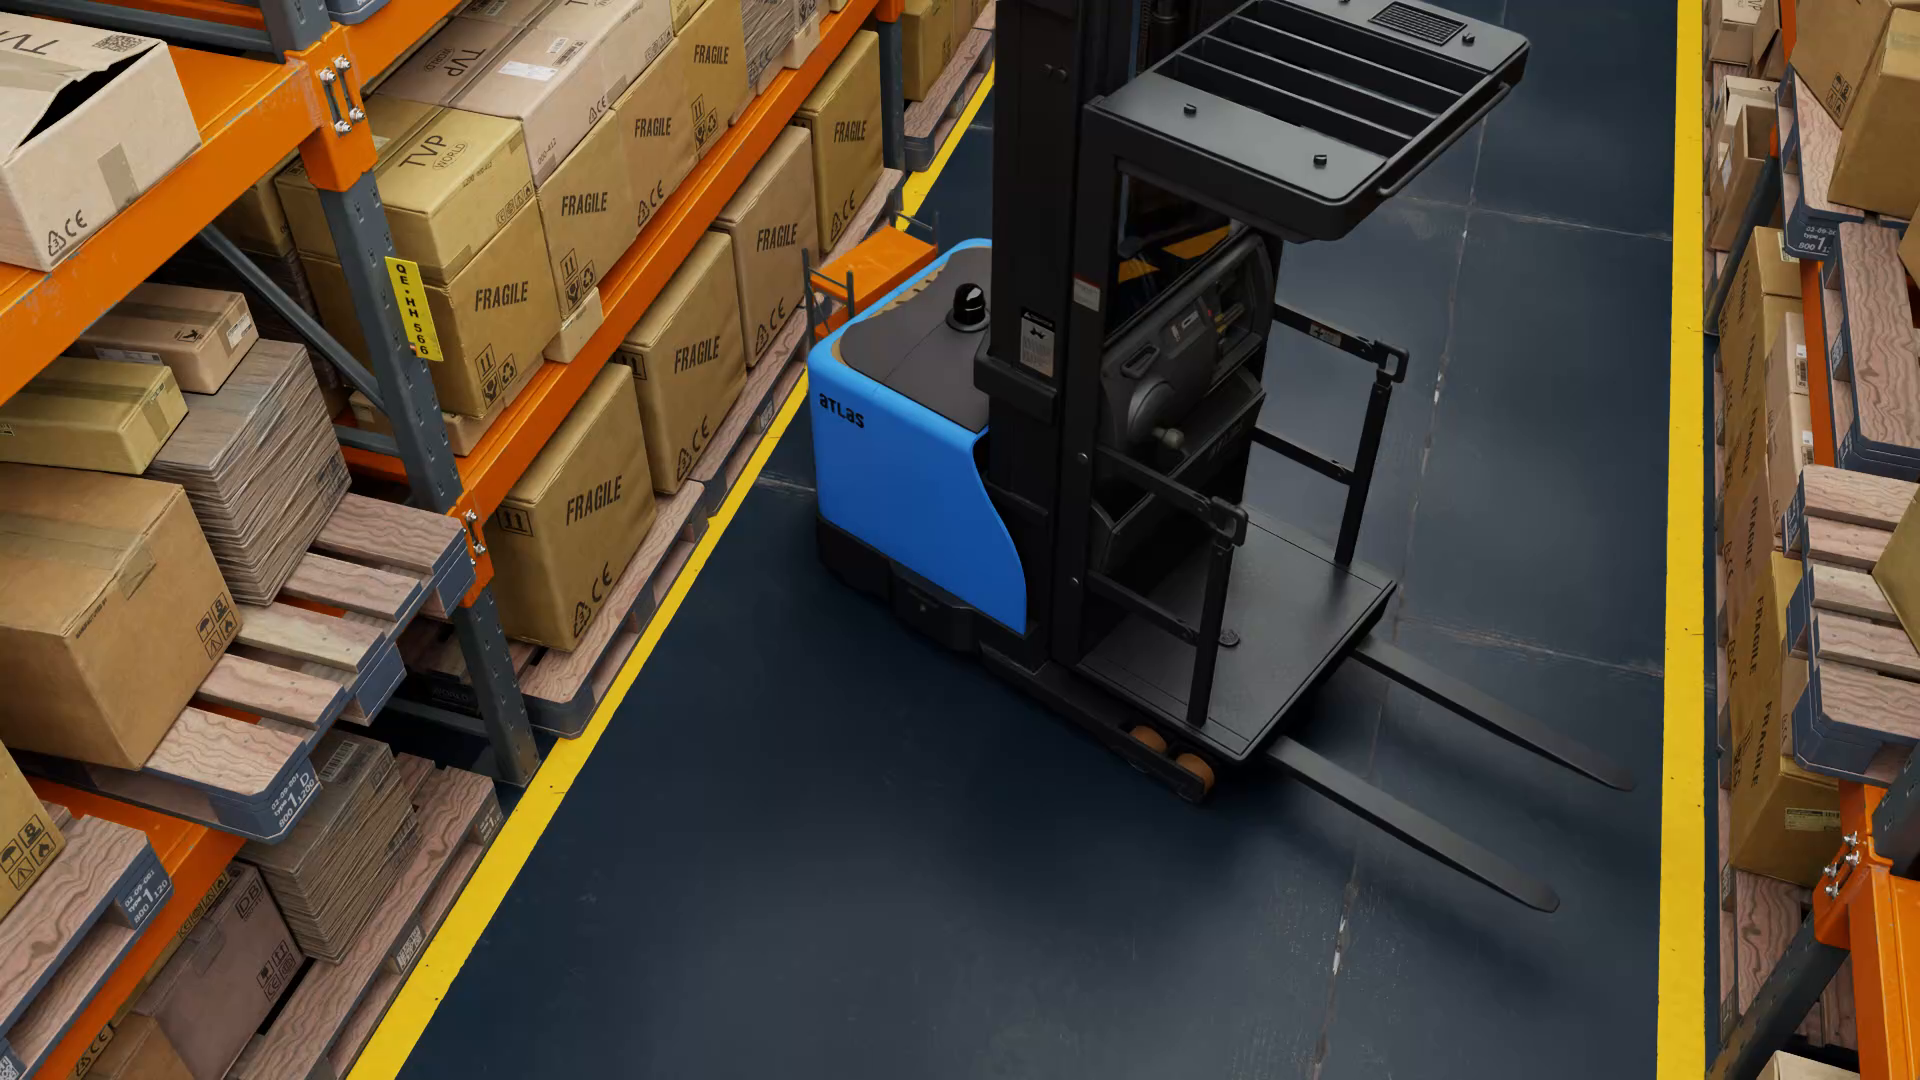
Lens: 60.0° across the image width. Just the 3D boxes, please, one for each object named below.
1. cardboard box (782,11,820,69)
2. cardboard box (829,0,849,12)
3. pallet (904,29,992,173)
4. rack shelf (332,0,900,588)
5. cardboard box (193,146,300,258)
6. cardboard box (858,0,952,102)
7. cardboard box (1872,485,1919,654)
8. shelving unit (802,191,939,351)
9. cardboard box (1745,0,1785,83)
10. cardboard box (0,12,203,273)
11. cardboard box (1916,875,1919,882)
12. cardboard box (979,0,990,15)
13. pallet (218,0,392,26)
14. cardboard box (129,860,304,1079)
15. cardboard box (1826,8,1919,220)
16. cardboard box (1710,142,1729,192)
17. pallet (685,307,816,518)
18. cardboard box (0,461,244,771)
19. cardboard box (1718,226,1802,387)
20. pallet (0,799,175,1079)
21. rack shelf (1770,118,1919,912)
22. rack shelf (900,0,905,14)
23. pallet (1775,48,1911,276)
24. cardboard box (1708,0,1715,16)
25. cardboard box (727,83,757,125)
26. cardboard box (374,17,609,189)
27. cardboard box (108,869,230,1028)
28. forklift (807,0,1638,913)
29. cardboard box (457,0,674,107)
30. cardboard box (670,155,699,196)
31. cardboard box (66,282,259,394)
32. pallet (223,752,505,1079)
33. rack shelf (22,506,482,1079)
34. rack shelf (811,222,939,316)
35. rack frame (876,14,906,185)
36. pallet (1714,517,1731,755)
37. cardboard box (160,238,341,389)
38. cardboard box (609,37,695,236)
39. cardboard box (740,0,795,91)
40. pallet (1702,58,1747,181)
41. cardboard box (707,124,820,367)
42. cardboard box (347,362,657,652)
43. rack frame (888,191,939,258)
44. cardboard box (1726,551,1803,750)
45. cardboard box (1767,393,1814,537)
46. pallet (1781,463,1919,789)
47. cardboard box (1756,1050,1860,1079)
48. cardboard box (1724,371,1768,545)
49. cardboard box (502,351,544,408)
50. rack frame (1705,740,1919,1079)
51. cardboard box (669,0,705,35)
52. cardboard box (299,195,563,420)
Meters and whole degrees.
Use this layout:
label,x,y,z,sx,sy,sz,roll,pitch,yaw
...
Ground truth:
label,x,y,z,sx,sy,sz,roll,pitch,yaw
cardboard box,-0.808,-2.113,6.930,0.380,0.149,0.250,13,46,13
cardboard box,-0.662,-2.465,7.290,0.380,0.149,0.250,13,46,13
pallet,-0.471,-2.500,9.154,1.003,0.211,1.213,13,46,13
rack shelf,-1.381,-1.416,6.567,1.077,0.370,4.000,13,46,13
cardboard box,-2.097,-1.114,4.909,0.500,0.250,0.500,14,46,14
cardboard box,-0.452,-2.740,8.892,0.700,0.500,0.500,13,46,13
cardboard box,2.818,0.077,4.154,0.700,0.500,0.500,-1,44,-1
shelving unit,-0.332,-0.727,6.635,0.258,1.200,0.503,29,52,27
cardboard box,4.510,-2.478,8.608,0.797,0.503,0.637,13,46,13
cardboard box,-1.948,-0.850,3.379,0.500,0.311,0.500,13,46,13
cardboard box,3.298,0.850,5.209,0.500,0.500,0.500,11,45,11
cardboard box,-0.139,-3.415,9.583,0.700,0.500,0.500,14,46,13
pallet,-1.843,-1.785,4.420,1.213,0.211,1.003,15,46,14
cardboard box,-2.422,1.206,4.846,0.700,0.500,0.500,12,46,12
cardboard box,3.442,-1.405,5.669,0.700,0.500,0.500,19,48,19
cardboard box,3.905,-1.800,8.169,0.380,0.149,0.250,13,46,13
pallet,-1.305,-0.663,7.277,1.003,0.211,1.213,13,46,13
cardboard box,-2.263,0.161,4.055,0.700,0.500,0.500,9,45,9
cardboard box,3.568,-0.952,7.051,0.500,0.500,0.500,11,45,11
pallet,-2.548,1.057,3.662,1.003,0.211,1.213,13,46,13
rack shelf,3.341,-0.369,5.497,1.077,0.370,4.000,13,46,13
rack shelf,-0.170,-4.082,9.291,1.077,0.370,4.000,13,46,13
pallet,3.600,-1.381,6.154,1.003,0.211,1.213,13,46,13
cardboard box,4.571,-3.164,9.491,0.500,0.250,0.500,13,46,13
cardboard box,-1.035,-1.801,6.611,0.380,0.149,0.250,11,46,11
cardboard box,-1.442,-1.364,5.164,0.500,0.250,0.500,12,46,12
cardboard box,-2.388,0.986,4.534,0.500,0.250,0.500,13,46,13
forklift,0.900,-0.562,5.229,3.031,2.935,1.130,30,52,27
cardboard box,-1.294,-1.698,5.506,0.500,0.250,0.500,13,46,13
cardboard box,-1.213,-1.452,6.255,0.380,0.149,0.250,13,46,13
cardboard box,-2.063,-0.528,4.295,0.380,0.149,0.250,7,45,7
pallet,-2.225,1.177,5.396,1.003,0.211,1.213,13,46,13
rack shelf,-2.593,1.250,3.842,1.077,0.370,4.000,13,46,13
rack shelf,-0.332,-1.008,6.360,0.258,0.148,0.480,29,52,27
rack frame,-0.776,-3.006,7.677,1.000,3.000,0.127,13,46,13
pallet,3.368,0.403,6.187,1.003,0.211,1.213,13,46,13
cardboard box,-2.095,-0.860,5.185,0.500,0.500,0.500,13,46,13
cardboard box,-1.277,-1.436,5.775,0.500,0.500,0.500,12,46,12
cardboard box,-0.981,-2.119,6.472,0.500,0.500,0.500,13,46,13
pallet,4.523,-2.236,8.884,1.003,0.211,1.213,13,46,13
cardboard box,-1.115,-1.334,7.205,0.750,0.750,0.750,14,46,14
cardboard box,-1.639,-0.184,6.030,0.750,0.750,0.750,12,46,12
rack frame,-0.179,-0.860,6.771,0.240,1.200,0.015,29,52,27
cardboard box,2.952,0.425,5.644,0.500,0.500,0.500,11,45,11
cardboard box,3.113,-0.219,5.766,0.500,0.250,0.500,12,46,12
pallet,2.873,0.309,4.427,1.213,0.211,1.003,13,46,13
cardboard box,2.297,1.626,4.208,0.500,0.311,0.500,14,46,14
cardboard box,3.258,-0.263,6.347,0.500,0.500,0.500,13,46,13
cardboard box,-1.582,-0.594,5.377,0.380,0.149,0.250,13,46,13
rack frame,2.735,0.707,3.883,1.000,3.000,0.127,13,46,13
cardboard box,-1.146,-2.039,5.855,0.500,0.250,0.500,12,46,12
cardboard box,-1.596,-0.759,5.082,0.500,0.500,0.500,14,46,14
